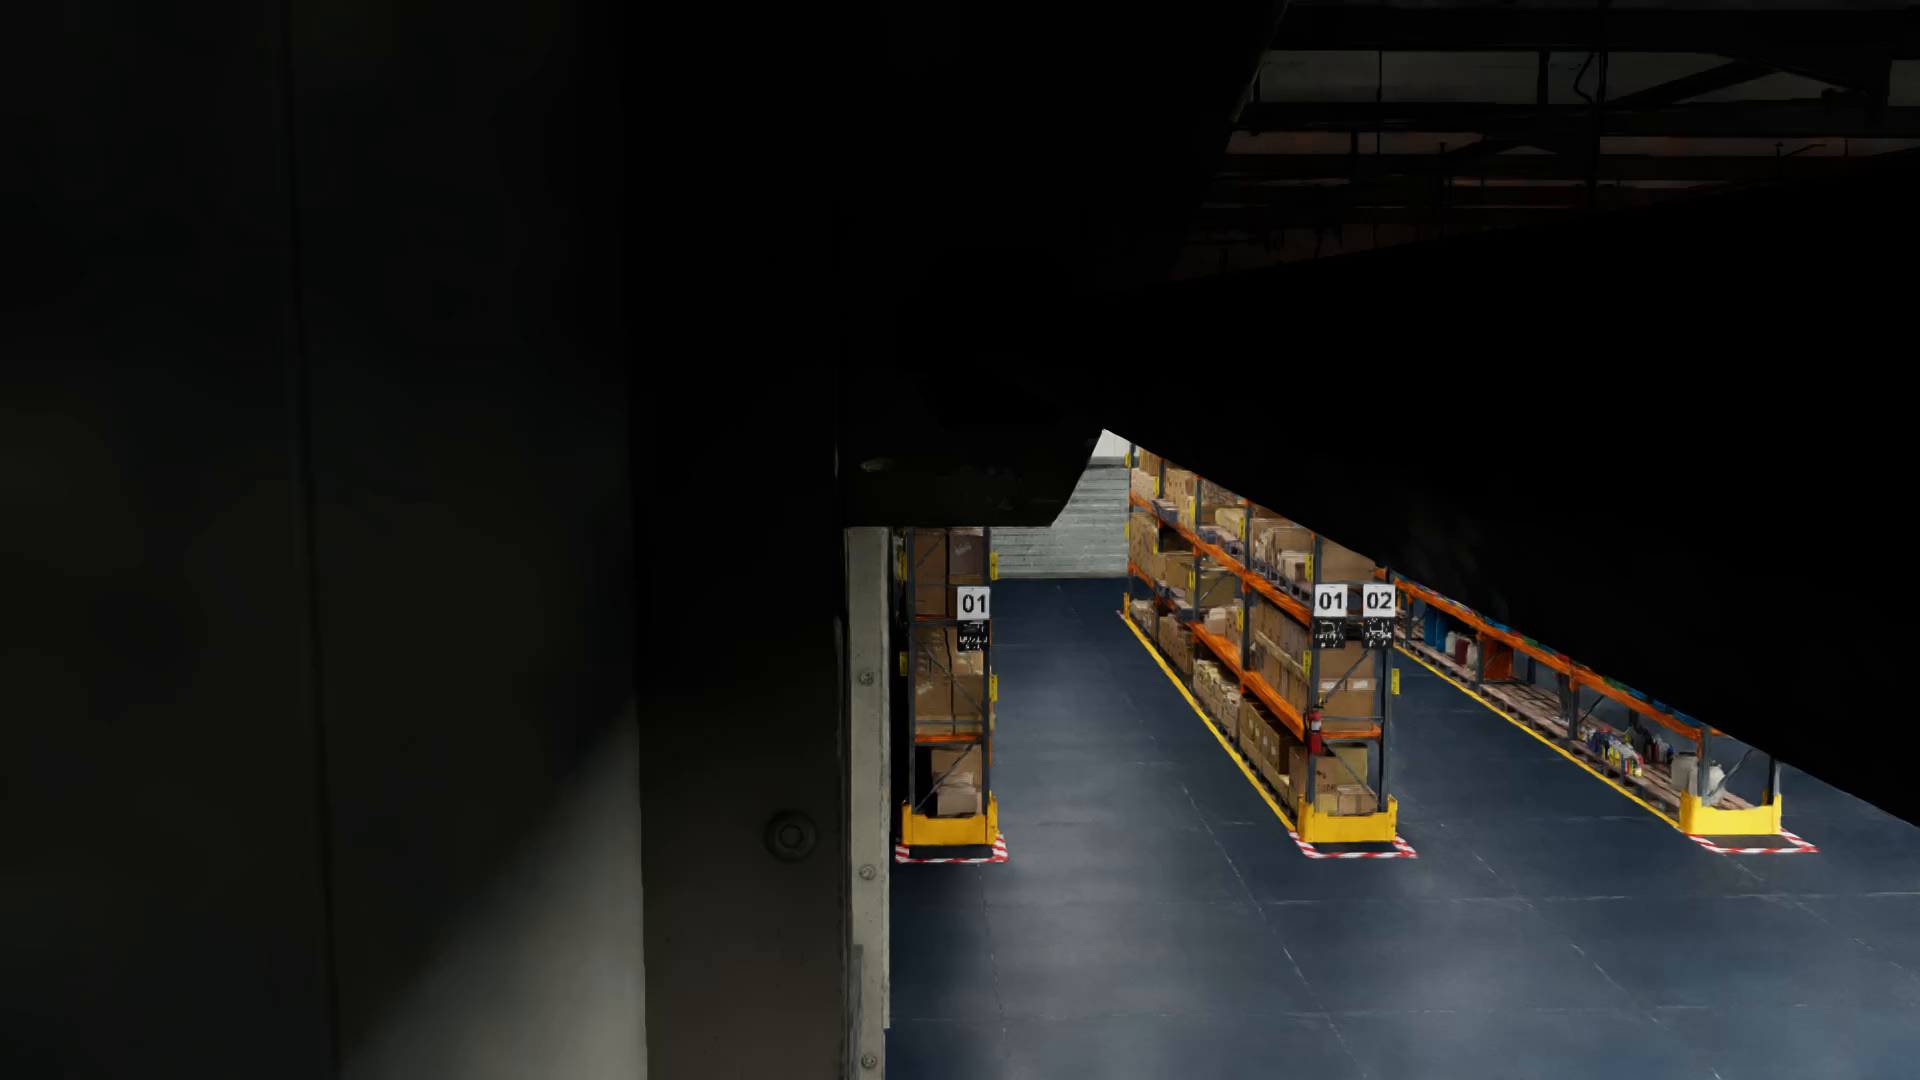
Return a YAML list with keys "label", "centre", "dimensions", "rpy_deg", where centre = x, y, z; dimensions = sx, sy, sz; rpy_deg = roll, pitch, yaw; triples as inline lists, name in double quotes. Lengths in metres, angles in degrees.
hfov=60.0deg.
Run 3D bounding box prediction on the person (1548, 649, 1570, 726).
- label: "person"
  centre: [9.317, 2.054, 25.596]
  dimensions: [0.425, 1.618, 0.438]
  rpy_deg: [1, 7, 9]
